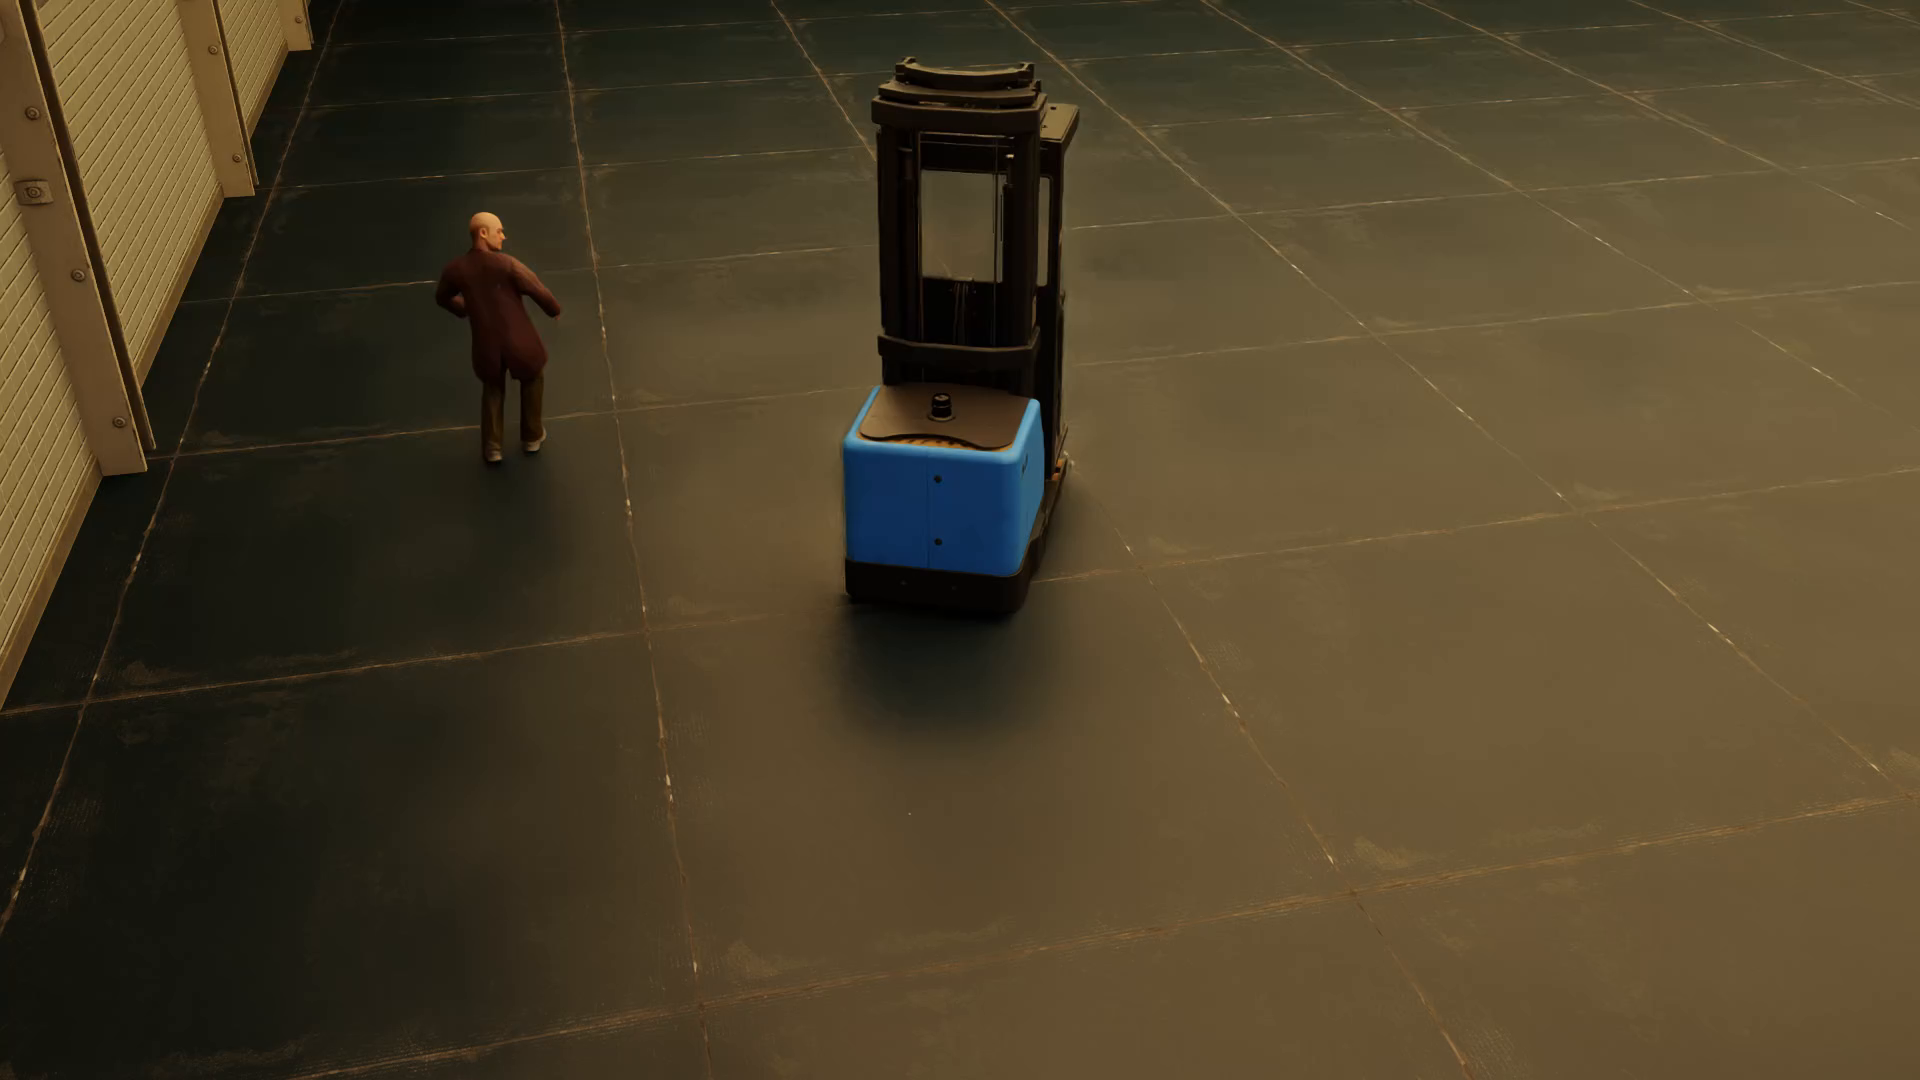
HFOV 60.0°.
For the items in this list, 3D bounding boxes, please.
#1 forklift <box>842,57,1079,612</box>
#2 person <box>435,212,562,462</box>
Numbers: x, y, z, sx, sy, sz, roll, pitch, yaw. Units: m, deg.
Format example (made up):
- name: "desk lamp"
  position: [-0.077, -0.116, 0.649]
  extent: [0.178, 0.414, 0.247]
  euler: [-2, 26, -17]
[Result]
- name: "forklift"
  position: [0.105, -1.572, 10.290]
  extent: [1.130, 2.935, 3.031]
  euler: [6, 31, 9]
- name: "person"
  position: [-3.077, -1.381, 11.224]
  extent: [0.829, 1.736, 0.644]
  euler: [1, 30, 2]
